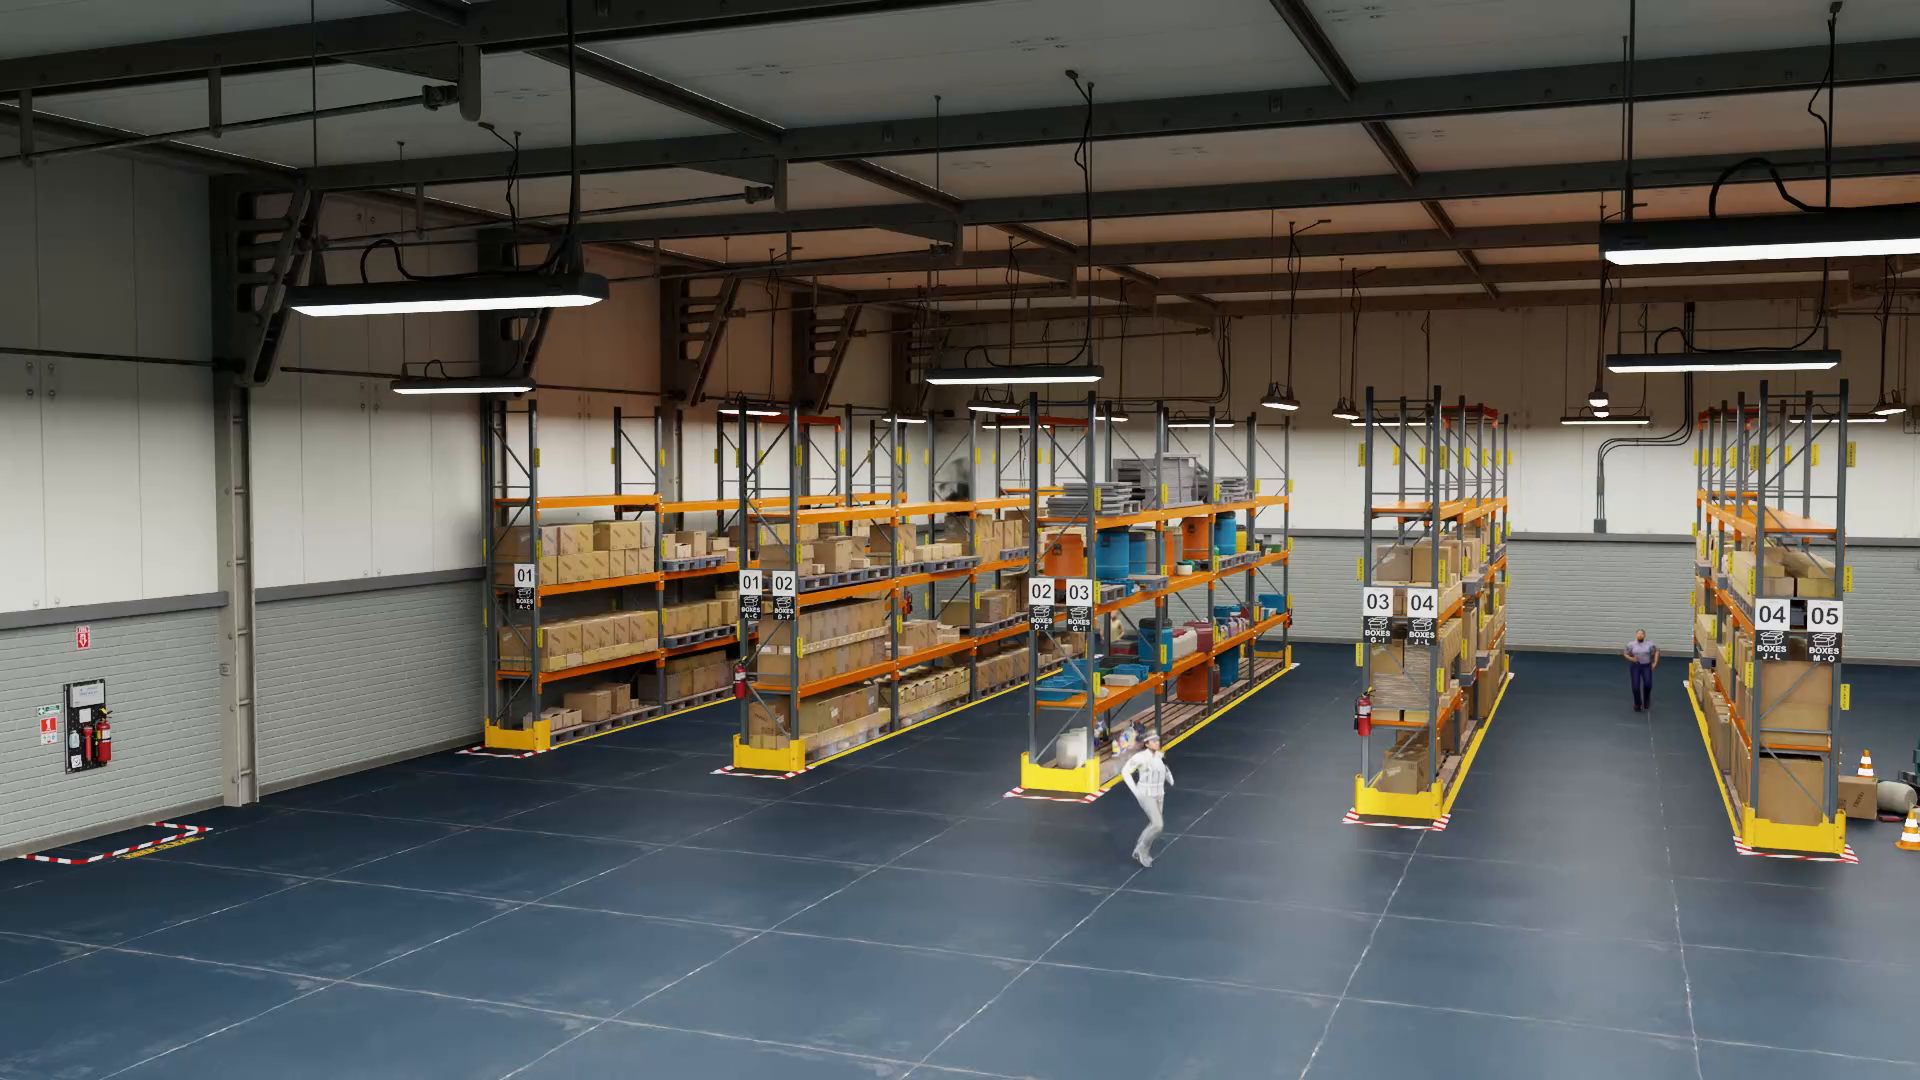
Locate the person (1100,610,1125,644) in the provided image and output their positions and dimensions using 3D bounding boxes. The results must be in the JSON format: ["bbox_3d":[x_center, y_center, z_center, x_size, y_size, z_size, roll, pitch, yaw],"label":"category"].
[{"bbox_3d":[3.428,2.349,37.420,0.581,1.625,0.548,0,3,7],"label":"person"}]

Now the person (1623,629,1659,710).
[{"bbox_3d":[13.441,2.572,32.823,0.661,1.607,0.570,1,3,20],"label":"person"}]

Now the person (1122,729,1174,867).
[{"bbox_3d":[2.348,3.150,20.374,0.673,1.686,0.573,-2,4,-39],"label":"person"}]
